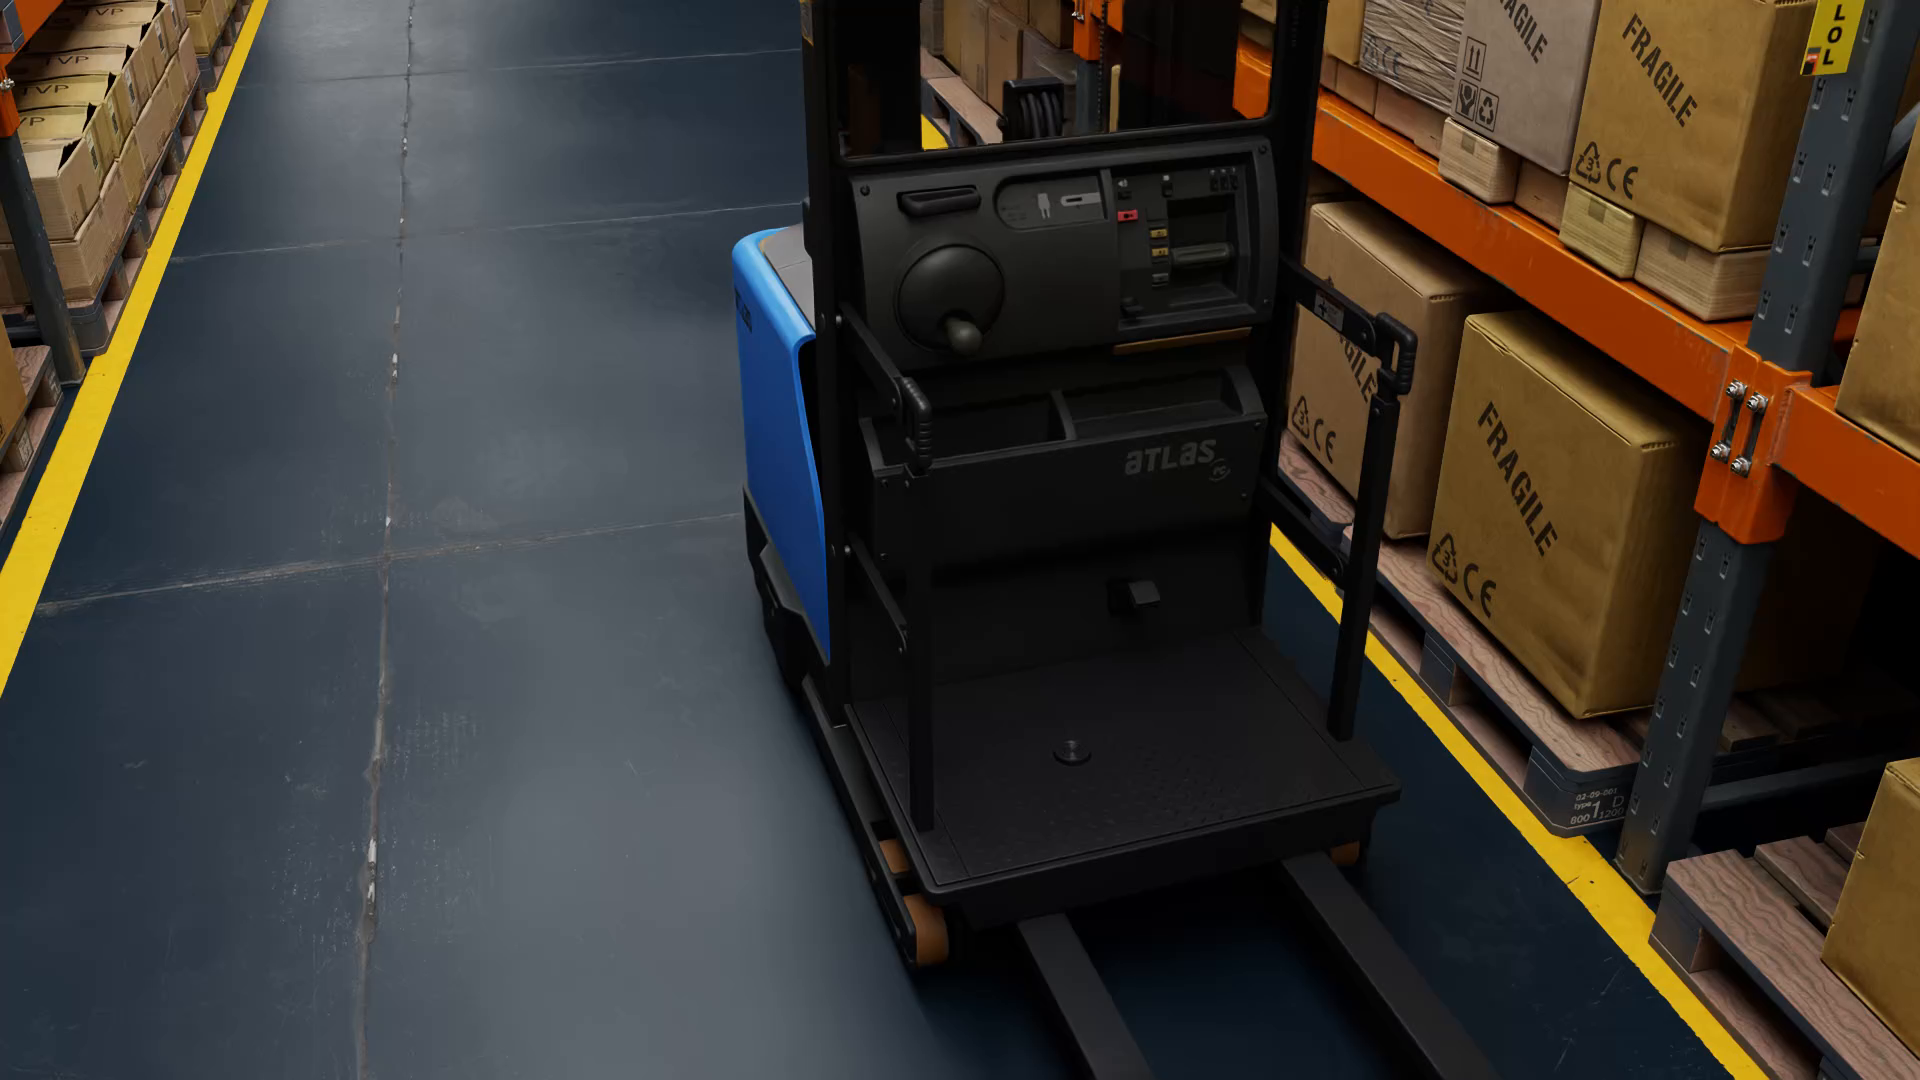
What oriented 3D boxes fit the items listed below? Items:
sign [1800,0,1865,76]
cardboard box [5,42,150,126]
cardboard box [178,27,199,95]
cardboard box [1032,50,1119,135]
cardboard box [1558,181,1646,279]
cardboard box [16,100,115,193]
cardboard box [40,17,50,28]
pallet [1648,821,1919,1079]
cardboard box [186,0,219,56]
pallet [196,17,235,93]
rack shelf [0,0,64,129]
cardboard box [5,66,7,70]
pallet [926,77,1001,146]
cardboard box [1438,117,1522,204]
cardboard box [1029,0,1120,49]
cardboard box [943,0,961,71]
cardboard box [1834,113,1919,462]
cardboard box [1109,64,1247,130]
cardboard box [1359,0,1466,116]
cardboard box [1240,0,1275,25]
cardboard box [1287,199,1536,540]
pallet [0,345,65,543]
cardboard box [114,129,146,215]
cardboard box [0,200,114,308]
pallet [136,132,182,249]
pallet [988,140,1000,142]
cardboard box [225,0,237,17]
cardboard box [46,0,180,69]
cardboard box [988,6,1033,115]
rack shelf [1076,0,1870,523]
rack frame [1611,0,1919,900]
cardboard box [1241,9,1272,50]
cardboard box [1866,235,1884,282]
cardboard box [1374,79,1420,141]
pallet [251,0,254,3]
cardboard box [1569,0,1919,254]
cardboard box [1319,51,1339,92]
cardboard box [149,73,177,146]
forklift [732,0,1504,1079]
[{"bbox_3d":[1.516,-0.958,2.834,0.100,0.325,0.005,-8,31,-13],"label":"sign"},{"bbox_3d":[-4.074,-2.114,7.673,0.500,0.311,0.500,-8,31,-14],"label":"cardboard box"},{"bbox_3d":[-4.472,-2.602,9.076,0.500,0.250,0.500,-8,31,-14],"label":"cardboard box"},{"bbox_3d":[0.734,-1.949,7.680,0.700,0.500,0.500,-7,31,-13],"label":"cardboard box"},{"bbox_3d":[1.584,-0.713,3.717,0.380,0.149,0.250,-7,31,-12],"label":"cardboard box"},{"bbox_3d":[-3.803,-1.619,6.818,0.500,0.311,0.500,-9,31,-15],"label":"cardboard box"},{"bbox_3d":[-4.864,-2.531,8.394,0.500,0.311,0.500,-8,31,-14],"label":"cardboard box"},{"bbox_3d":[2.163,1.016,3.283,1.003,0.211,1.213,-8,31,-13],"label":"pallet"},{"bbox_3d":[-4.693,-3.028,9.812,0.500,0.250,0.500,-8,31,-13],"label":"cardboard box"},{"bbox_3d":[-5.032,-2.954,10.143,1.003,0.211,1.213,-8,31,-13],"label":"pallet"},{"bbox_3d":[-4.331,-2.494,7.283,1.077,0.370,4.000,-8,31,-13],"label":"rack shelf"},{"bbox_3d":[-4.583,-2.031,7.530,0.500,0.311,0.500,-7,31,-12],"label":"cardboard box"},{"bbox_3d":[0.449,-2.259,8.942,1.003,0.211,1.213,-8,31,-13],"label":"pallet"},{"bbox_3d":[1.432,-0.963,4.151,0.380,0.149,0.250,-8,31,-13],"label":"cardboard box"},{"bbox_3d":[0.643,-2.558,7.982,0.500,0.250,0.500,-7,31,-12],"label":"cardboard box"},{"bbox_3d":[0.310,-2.944,9.399,0.700,0.500,0.500,-8,31,-14],"label":"cardboard box"},{"bbox_3d":[2.165,-0.434,2.706,0.980,0.700,0.700,-7,31,-13],"label":"cardboard box"},{"bbox_3d":[1.044,-1.379,6.365,0.750,0.750,0.750,-8,31,-14],"label":"cardboard box"},{"bbox_3d":[1.401,-1.427,4.305,0.500,0.500,0.500,-8,31,-13],"label":"cardboard box"},{"bbox_3d":[1.118,-1.918,5.153,0.500,0.500,0.500,-8,31,-13],"label":"cardboard box"},{"bbox_3d":[1.500,-0.545,4.924,0.750,0.750,0.750,-7,31,-12],"label":"cardboard box"},{"bbox_3d":[-3.638,-0.267,5.501,1.003,0.211,1.213,-8,31,-13],"label":"pallet"},{"bbox_3d":[-3.934,-1.616,7.374,0.500,0.250,0.500,-9,31,-15],"label":"cardboard box"},{"bbox_3d":[-3.656,-1.123,6.522,0.500,0.250,0.500,-8,31,-13],"label":"cardboard box"},{"bbox_3d":[-4.301,-1.624,7.845,1.003,0.211,1.213,-8,31,-13],"label":"pallet"},{"bbox_3d":[0.769,-1.671,7.926,1.003,0.211,1.213,-8,31,-13],"label":"pallet"},{"bbox_3d":[-4.948,-3.512,10.649,0.500,0.250,0.500,-8,31,-13],"label":"cardboard box"},{"bbox_3d":[-4.334,-2.598,8.510,0.500,0.311,0.500,-7,31,-12],"label":"cardboard box"},{"bbox_3d":[0.550,-2.450,8.545,0.700,0.500,0.500,-8,31,-14],"label":"cardboard box"},{"bbox_3d":[1.506,-1.223,5.086,1.077,0.370,4.000,-8,31,-13],"label":"rack shelf"},{"bbox_3d":[2.037,-0.568,3.237,1.000,3.000,0.127,-8,31,-13],"label":"rack frame"},{"bbox_3d":[1.149,-1.718,5.456,0.380,0.149,0.250,-7,31,-12],"label":"cardboard box"},{"bbox_3d":[2.139,-0.656,3.620,0.380,0.149,0.250,-9,31,-15],"label":"cardboard box"},{"bbox_3d":[1.379,-1.213,4.582,0.380,0.149,0.250,-9,31,-15],"label":"cardboard box"},{"bbox_3d":[-5.680,-4.133,12.180,1.003,0.211,1.213,-8,31,-13],"label":"pallet"},{"bbox_3d":[1.671,-0.938,3.460,0.500,0.500,0.500,-8,31,-14],"label":"cardboard box"},{"bbox_3d":[1.257,-1.471,5.028,0.380,0.149,0.250,-8,31,-13],"label":"cardboard box"},{"bbox_3d":[-4.203,-2.110,8.227,0.500,0.250,0.500,-7,31,-12],"label":"cardboard box"},{"bbox_3d":[0.305,-0.563,3.297,1.130,2.935,3.031,-9,31,-16],"label":"forklift"}]
